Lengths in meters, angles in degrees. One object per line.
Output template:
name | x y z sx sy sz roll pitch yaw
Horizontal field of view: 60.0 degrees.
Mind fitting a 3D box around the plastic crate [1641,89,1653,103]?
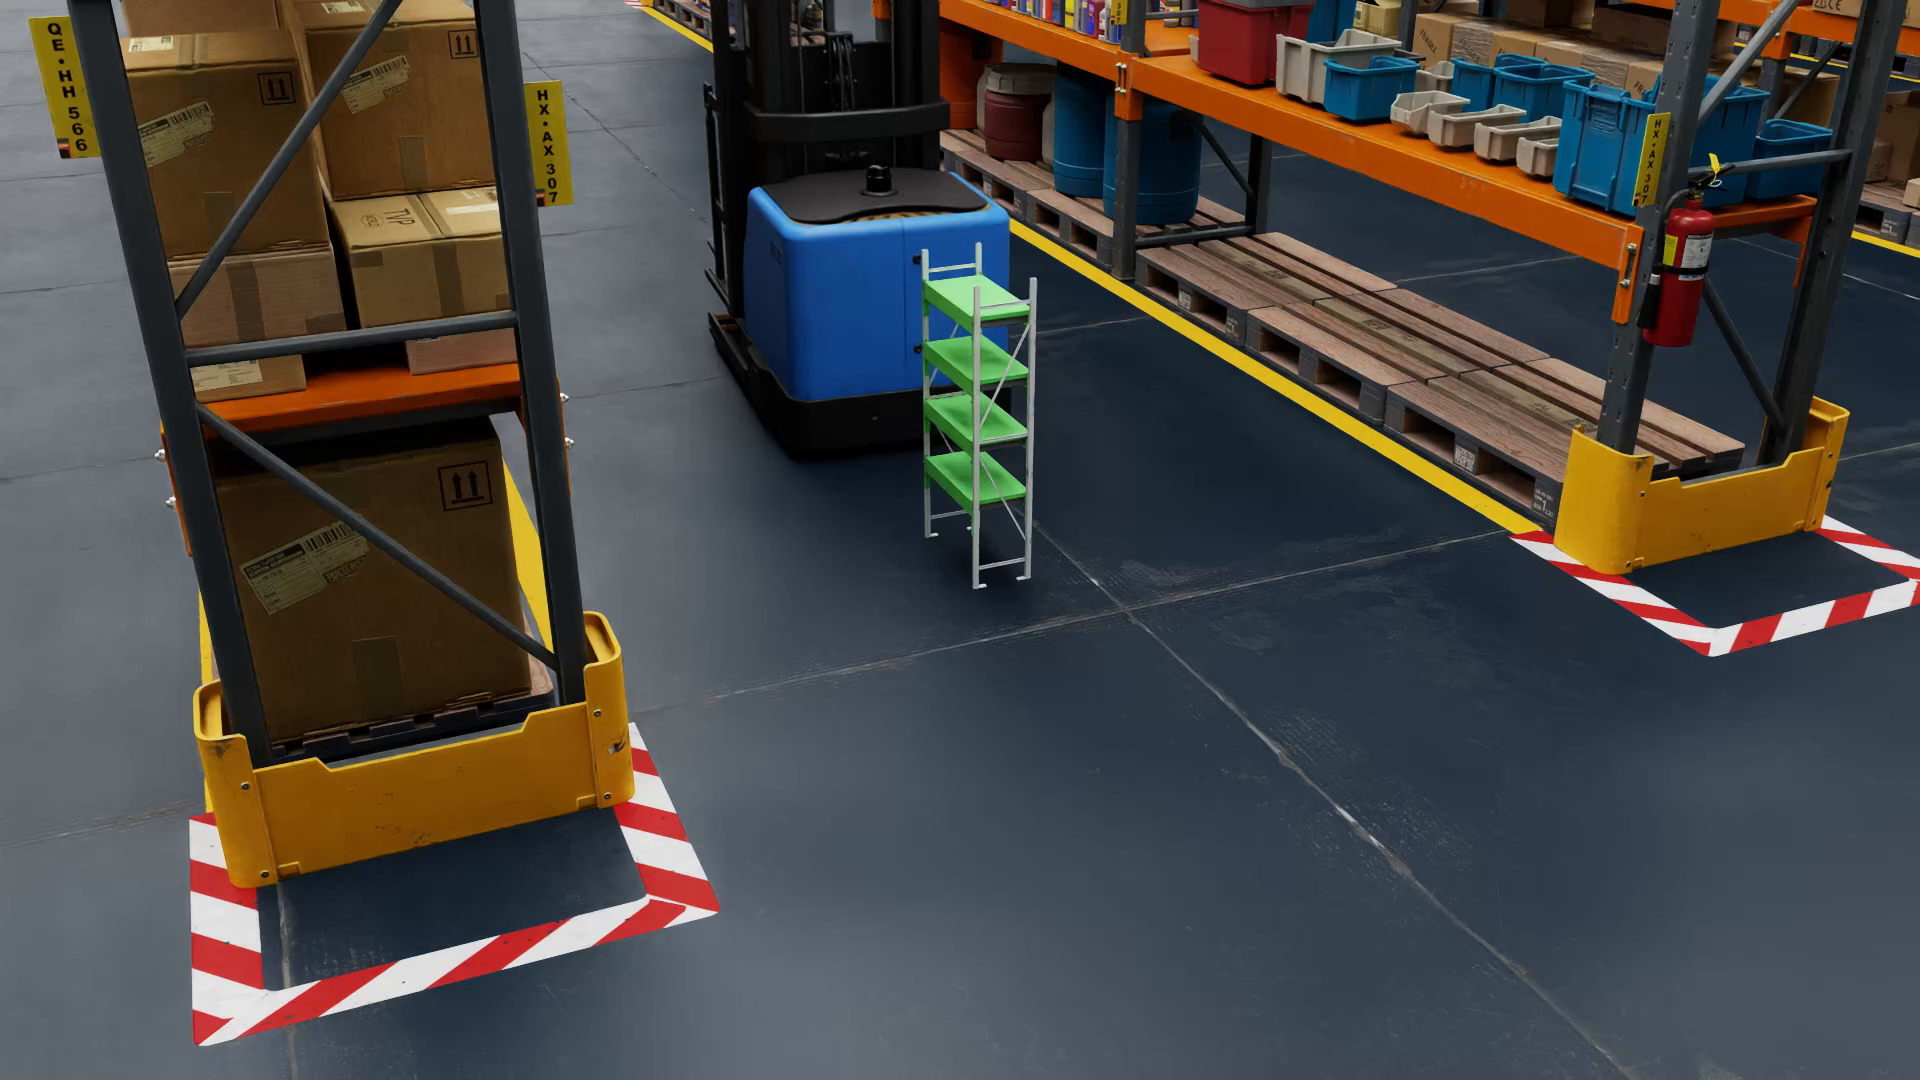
plastic crate | 2.906 -1.752 7.042 0.416 0.233 0.300 -11 28 -21

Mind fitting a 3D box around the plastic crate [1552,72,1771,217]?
plastic crate | 2.654 -1.524 6.344 0.616 0.435 0.499 -11 28 -21

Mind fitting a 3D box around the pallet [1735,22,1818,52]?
pallet | 8.635 -5.373 17.514 1.003 0.211 1.213 -11 28 -21

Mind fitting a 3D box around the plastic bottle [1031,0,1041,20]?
plastic bottle | 0.546 -3.446 10.531 0.152 0.276 0.135 -11 28 -21

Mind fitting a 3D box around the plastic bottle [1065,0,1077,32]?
plastic bottle | 0.730 -3.286 10.117 0.144 0.351 0.185 -11 28 -21

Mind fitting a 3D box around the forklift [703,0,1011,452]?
forklift | -0.709 -2.334 8.189 1.130 2.935 3.031 -8 27 -16

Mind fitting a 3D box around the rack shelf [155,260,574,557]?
rack shelf | -2.383 -1.011 6.223 1.077 0.370 4.000 -11 28 -21

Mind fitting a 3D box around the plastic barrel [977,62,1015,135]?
plastic barrel | 0.335 -3.271 12.388 0.421 0.512 0.421 0 26 0

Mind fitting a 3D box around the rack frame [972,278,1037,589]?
rack frame | 0.160 -0.374 6.148 0.240 1.200 0.015 -11 28 -21

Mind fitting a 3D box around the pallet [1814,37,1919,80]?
pallet | 9.180 -4.726 16.189 1.003 0.211 1.213 -11 28 -21

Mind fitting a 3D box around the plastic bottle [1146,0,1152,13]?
plastic bottle | 1.198 -3.563 10.771 0.152 0.276 0.135 -11 28 -21

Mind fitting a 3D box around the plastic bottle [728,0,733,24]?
plastic bottle | -2.335 -5.518 17.150 0.144 0.351 0.185 -12 29 -23

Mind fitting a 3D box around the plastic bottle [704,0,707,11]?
plastic bottle | -2.712 -5.845 17.911 0.097 0.271 0.097 0 26 0

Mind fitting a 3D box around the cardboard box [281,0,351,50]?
cardboard box | -1.944 -1.581 5.546 0.500 0.500 0.500 -11 28 -22

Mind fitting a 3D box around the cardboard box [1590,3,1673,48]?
cardboard box | 5.396 -4.097 13.216 0.500 0.250 0.500 -11 28 -22

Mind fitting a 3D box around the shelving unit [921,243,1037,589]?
shelving unit | 0.065 -0.472 6.350 0.258 1.200 0.503 -11 28 -21

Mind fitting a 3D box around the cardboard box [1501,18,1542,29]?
cardboard box | 4.966 -4.195 14.270 0.500 0.500 0.500 -9 28 -19

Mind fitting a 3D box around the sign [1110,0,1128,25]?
sign | 0.884 -3.024 9.209 0.100 0.325 0.005 -11 28 -21

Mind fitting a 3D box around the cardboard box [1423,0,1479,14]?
cardboard box | 4.449 -4.924 15.433 0.500 0.311 0.500 -10 28 -19

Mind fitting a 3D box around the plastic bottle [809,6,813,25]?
plastic bottle | -1.503 -5.408 17.095 0.097 0.201 0.097 0 26 0

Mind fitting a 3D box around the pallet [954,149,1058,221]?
pallet | 0.645 -2.552 11.736 1.003 0.211 1.213 -11 28 -21

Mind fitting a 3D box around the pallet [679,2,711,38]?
pallet | -2.448 -5.741 18.268 1.003 0.211 1.213 -11 28 -21

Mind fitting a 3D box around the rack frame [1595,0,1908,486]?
rack frame | 2.957 -1.378 6.154 1.000 3.000 0.127 -11 28 -21

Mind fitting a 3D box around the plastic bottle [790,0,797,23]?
plastic bottle | -1.713 -5.511 17.213 0.061 0.283 0.133 -11 28 -21

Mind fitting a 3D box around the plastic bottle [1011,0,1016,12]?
plastic bottle | 0.384 -3.549 10.825 0.097 0.201 0.097 0 26 0

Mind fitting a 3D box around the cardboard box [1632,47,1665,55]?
cardboard box | 5.577 -3.571 12.992 0.500 0.500 0.500 -10 28 -20

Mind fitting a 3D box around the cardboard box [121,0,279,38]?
cardboard box | -2.820 -1.899 6.197 0.500 0.500 0.500 -11 28 -22

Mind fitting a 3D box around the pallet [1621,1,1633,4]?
pallet | 8.162 -5.865 18.521 1.003 0.211 1.213 -11 28 -21

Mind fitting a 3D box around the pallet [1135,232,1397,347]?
pallet | 1.715 -1.450 9.479 1.003 0.211 1.213 -11 28 -21

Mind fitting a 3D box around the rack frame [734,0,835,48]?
rack frame | -1.742 -6.223 16.076 1.000 3.000 0.127 -11 28 -21

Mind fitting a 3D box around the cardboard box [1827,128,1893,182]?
cardboard box | 5.915 -2.625 11.272 0.500 0.311 0.500 -11 28 -21

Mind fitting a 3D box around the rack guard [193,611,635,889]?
rack guard | -1.591 0.606 4.940 1.175 0.500 0.348 -11 28 -21

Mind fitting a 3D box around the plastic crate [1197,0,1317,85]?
plastic crate | 1.510 -2.645 8.608 0.402 0.464 0.583 -11 28 -21

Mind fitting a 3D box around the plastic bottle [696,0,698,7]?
plastic bottle | -2.845 -5.950 18.206 0.097 0.201 0.097 0 26 0

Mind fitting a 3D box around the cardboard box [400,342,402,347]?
cardboard box | -1.537 -0.718 5.087 0.380 0.149 0.250 -11 28 -21

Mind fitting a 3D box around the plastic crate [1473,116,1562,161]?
plastic crate | 2.371 -1.704 7.054 0.396 0.136 0.243 -11 28 -21

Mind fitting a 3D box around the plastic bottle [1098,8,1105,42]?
plastic bottle | 0.868 -3.049 9.803 0.097 0.201 0.097 0 26 0

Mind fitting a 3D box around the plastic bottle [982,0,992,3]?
plastic bottle | 0.240 -3.762 11.178 0.152 0.276 0.135 -11 28 -21

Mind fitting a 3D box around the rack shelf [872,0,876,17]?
rack shelf | -0.959 -5.092 14.580 1.077 0.370 4.000 -11 28 -21

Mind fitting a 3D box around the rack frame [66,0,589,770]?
rack frame | -1.600 -0.527 4.411 1.000 3.000 0.127 -11 28 -21

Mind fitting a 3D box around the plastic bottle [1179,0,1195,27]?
plastic bottle | 1.417 -3.337 10.308 0.152 0.276 0.135 -11 28 -21

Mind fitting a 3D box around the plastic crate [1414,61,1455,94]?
plastic crate | 2.349 -2.250 8.172 0.293 0.136 0.466 -11 28 -21

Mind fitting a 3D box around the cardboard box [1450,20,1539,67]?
cardboard box | 4.509 -4.089 14.053 0.500 0.500 0.500 -12 28 -22

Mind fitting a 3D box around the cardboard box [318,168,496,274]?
cardboard box | -1.749 -1.042 5.298 0.500 0.250 0.500 -11 28 -21

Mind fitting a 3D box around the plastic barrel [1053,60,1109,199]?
plastic barrel | 0.916 -2.747 10.871 0.600 0.901 0.708 -11 28 -21

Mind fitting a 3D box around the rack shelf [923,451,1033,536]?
rack shelf | 0.065 -0.199 6.483 0.258 0.148 0.480 -11 28 -21

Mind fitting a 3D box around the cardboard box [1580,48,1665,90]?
cardboard box | 5.111 -3.471 12.787 0.500 0.500 0.500 -10 28 -20

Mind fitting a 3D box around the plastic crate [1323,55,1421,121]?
plastic crate | 1.917 -2.115 7.785 0.416 0.233 0.300 -11 28 -21
